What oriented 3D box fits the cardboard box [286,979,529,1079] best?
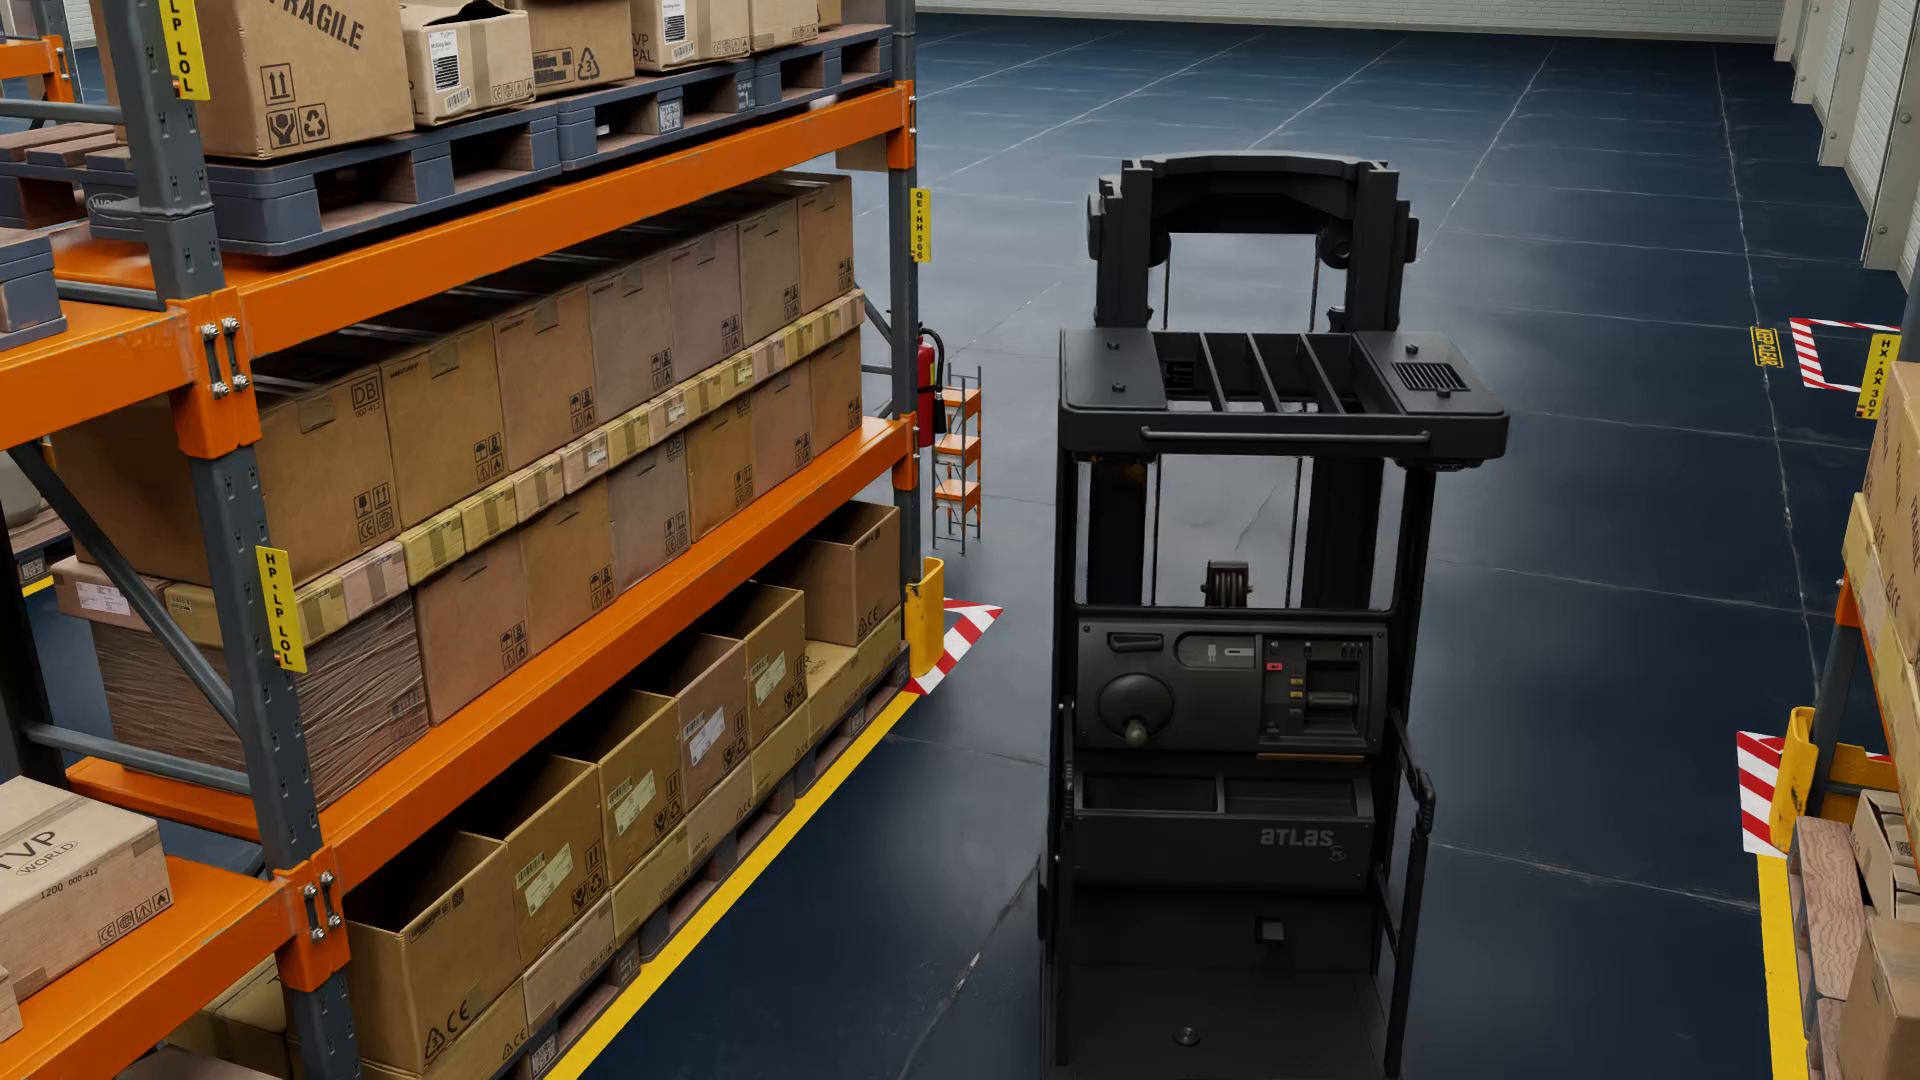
[{"bbox_3d":[-1.709,1.547,5.178,0.500,0.250,0.500,9,24,20],"label":"cardboard box"}]

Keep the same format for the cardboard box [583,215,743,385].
[{"bbox_3d":[-1.258,-0.928,6.268,0.700,0.500,0.500,9,24,20],"label":"cardboard box"}]

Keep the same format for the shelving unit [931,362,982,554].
[{"bbox_3d":[-0.020,-0.465,9.502,0.215,1.050,0.252,9,24,20],"label":"shelving unit"}]

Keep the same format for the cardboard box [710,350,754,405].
[{"bbox_3d":[-1.025,-0.650,6.442,0.380,0.149,0.250,10,25,22],"label":"cardboard box"}]

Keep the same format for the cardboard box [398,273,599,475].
[{"bbox_3d":[-1.630,-0.570,5.411,0.700,0.500,0.500,9,24,20],"label":"cardboard box"}]

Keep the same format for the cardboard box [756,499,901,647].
[{"bbox_3d":[-0.600,0.126,7.606,0.500,0.500,0.500,9,24,20],"label":"cardboard box"}]

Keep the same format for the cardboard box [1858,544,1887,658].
[{"bbox_3d":[3.268,0.248,5.434,0.500,0.250,0.500,8,24,18],"label":"cardboard box"}]

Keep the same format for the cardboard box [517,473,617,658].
[{"bbox_3d":[-1.624,0.020,5.682,0.700,0.500,0.500,9,24,21],"label":"cardboard box"}]

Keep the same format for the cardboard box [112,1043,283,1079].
[{"bbox_3d":[-2.047,1.596,4.332,0.500,0.311,0.500,9,24,20],"label":"cardboard box"}]

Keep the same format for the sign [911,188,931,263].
[{"bbox_3d":[-0.178,-1.398,7.396,0.100,0.325,0.005,9,24,20],"label":"sign"}]

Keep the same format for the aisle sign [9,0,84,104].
[{"bbox_3d":[-4.972,-2.731,9.023,0.394,0.787,0.004,9,24,20],"label":"aisle sign"}]

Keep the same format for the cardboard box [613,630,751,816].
[{"bbox_3d":[-1.144,0.665,6.316,0.500,0.500,0.500,9,24,20],"label":"cardboard box"}]

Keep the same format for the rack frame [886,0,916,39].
[{"bbox_3d":[-0.677,-3.606,6.706,1.000,3.000,0.127,9,24,20],"label":"rack frame"}]

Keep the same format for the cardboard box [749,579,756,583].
[{"bbox_3d":[-1.082,0.398,7.929,0.500,0.250,0.500,9,24,20],"label":"cardboard box"}]

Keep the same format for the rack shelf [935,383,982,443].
[{"bbox_3d":[-0.020,-0.717,9.397,0.215,0.259,0.240,9,24,20],"label":"rack shelf"}]

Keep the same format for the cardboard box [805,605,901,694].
[{"bbox_3d":[-0.602,0.472,7.751,0.500,0.250,0.500,9,24,20],"label":"cardboard box"}]

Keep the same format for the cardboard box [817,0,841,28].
[{"bbox_3d":[-0.894,-2.322,6.666,0.797,0.503,0.637,11,25,24],"label":"cardboard box"}]

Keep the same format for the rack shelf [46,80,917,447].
[{"bbox_3d":[-1.420,-1.174,5.710,1.077,0.370,4.000,9,24,20],"label":"rack shelf"}]

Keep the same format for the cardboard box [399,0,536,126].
[{"bbox_3d":[-1.530,-1.343,4.571,0.500,0.311,0.500,7,24,17],"label":"cardboard box"}]

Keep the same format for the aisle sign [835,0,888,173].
[{"bbox_3d":[-0.380,-2.018,7.317,0.394,0.787,0.004,9,24,20],"label":"aisle sign"}]

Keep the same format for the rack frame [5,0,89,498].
[{"bbox_3d":[-5.274,-1.548,9.564,1.000,3.000,0.127,9,24,20],"label":"rack frame"}]

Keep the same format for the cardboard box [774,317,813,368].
[{"bbox_3d":[-0.833,-0.833,6.882,0.380,0.149,0.250,8,24,19],"label":"cardboard box"}]

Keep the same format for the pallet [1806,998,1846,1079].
[{"bbox_3d":[3.106,1.905,4.915,1.003,0.211,1.213,9,24,20],"label":"pallet"}]

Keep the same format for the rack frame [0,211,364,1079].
[{"bbox_3d":[-2.162,0.594,4.436,1.000,3.000,0.127,9,24,20],"label":"rack frame"}]

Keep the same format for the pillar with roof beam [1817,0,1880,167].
[{"bbox_3d":[7.156,-9.581,21.012,9.100,9.000,0.400,9,24,20],"label":"pillar with roof beam"}]

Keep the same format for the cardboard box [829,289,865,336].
[{"bbox_3d":[-0.642,-1.019,7.326,0.380,0.149,0.250,8,24,19],"label":"cardboard box"}]

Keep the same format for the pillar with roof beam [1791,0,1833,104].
[{"bbox_3d":[9.385,-11.728,26.152,9.100,9.000,0.400,9,24,20],"label":"pillar with roof beam"}]

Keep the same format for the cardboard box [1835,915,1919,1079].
[{"bbox_3d":[3.053,1.515,4.903,0.700,0.500,0.500,7,24,17],"label":"cardboard box"}]

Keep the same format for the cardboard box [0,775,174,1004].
[{"bbox_3d":[-2.305,0.846,4.028,0.500,0.250,0.500,10,25,23],"label":"cardboard box"}]

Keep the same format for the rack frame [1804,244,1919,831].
[{"bbox_3d":[3.924,-0.129,6.168,1.000,3.000,0.127,9,24,20],"label":"rack frame"}]

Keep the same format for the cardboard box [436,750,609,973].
[{"bbox_3d":[-1.521,1.022,5.461,0.500,0.500,0.500,9,24,20],"label":"cardboard box"}]

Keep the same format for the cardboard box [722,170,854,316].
[{"bbox_3d":[-0.882,-1.298,7.153,0.700,0.500,0.500,9,24,20],"label":"cardboard box"}]

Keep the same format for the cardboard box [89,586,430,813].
[{"bbox_3d":[-2.004,0.388,4.799,0.700,0.500,0.500,8,24,19],"label":"cardboard box"}]

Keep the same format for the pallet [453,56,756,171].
[{"bbox_3d":[-1.415,-1.493,5.656,1.003,0.211,1.213,9,24,20],"label":"pallet"}]

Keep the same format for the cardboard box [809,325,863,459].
[{"bbox_3d":[-0.862,-0.718,7.448,0.700,0.500,0.500,9,24,20],"label":"cardboard box"}]

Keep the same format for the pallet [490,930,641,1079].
[{"bbox_3d":[-1.828,1.602,5.640,1.003,0.211,1.213,9,24,20],"label":"pallet"}]

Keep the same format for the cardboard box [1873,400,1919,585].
[{"bbox_3d":[3.275,-0.112,5.323,0.500,0.500,0.500,9,24,20],"label":"cardboard box"}]

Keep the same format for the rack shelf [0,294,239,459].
[{"bbox_3d":[-2.905,0.258,2.283,1.077,0.370,4.000,9,24,20],"label":"rack shelf"}]

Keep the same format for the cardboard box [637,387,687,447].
[{"bbox_3d":[-1.216,-0.463,5.996,0.380,0.149,0.250,8,24,19],"label":"cardboard box"}]

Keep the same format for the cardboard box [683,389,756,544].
[{"bbox_3d":[-1.242,-0.353,6.573,0.700,0.500,0.500,9,24,20],"label":"cardboard box"}]

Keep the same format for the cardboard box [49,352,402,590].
[{"bbox_3d":[-2.004,-0.210,4.549,0.700,0.500,0.500,9,24,20],"label":"cardboard box"}]

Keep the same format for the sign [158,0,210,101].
[{"bbox_3d":[-1.655,-1.100,3.520,0.100,0.325,0.005,9,24,20],"label":"sign"}]

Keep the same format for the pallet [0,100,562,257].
[{"bbox_3d":[-1.870,-1.058,4.614,1.003,0.211,1.213,9,24,20],"label":"pallet"}]

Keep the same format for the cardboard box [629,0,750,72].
[{"bbox_3d":[-1.066,-1.790,5.641,0.500,0.311,0.500,12,25,26],"label":"cardboard box"}]

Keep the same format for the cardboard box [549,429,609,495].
[{"bbox_3d":[-1.408,-0.282,5.561,0.380,0.149,0.250,8,24,19],"label":"cardboard box"}]

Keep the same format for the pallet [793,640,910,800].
[{"bbox_3d":[-0.922,0.729,7.731,1.003,0.211,1.213,9,24,20],"label":"pallet"}]

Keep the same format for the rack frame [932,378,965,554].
[{"bbox_3d":[-0.065,-0.422,9.397,0.200,1.050,0.008,9,24,20],"label":"rack frame"}]

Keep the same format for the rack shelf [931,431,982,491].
[{"bbox_3d":[-0.020,-0.456,9.506,0.215,0.259,0.240,9,24,20],"label":"rack shelf"}]

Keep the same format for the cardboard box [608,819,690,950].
[{"bbox_3d":[-1.328,1.190,6.031,0.500,0.250,0.500,9,24,20],"label":"cardboard box"}]

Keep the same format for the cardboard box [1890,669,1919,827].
[{"bbox_3d":[2.884,0.610,4.567,0.500,0.250,0.500,9,24,21],"label":"cardboard box"}]

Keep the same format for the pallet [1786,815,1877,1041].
[{"bbox_3d":[3.561,1.470,5.957,1.003,0.211,1.213,9,24,20],"label":"pallet"}]

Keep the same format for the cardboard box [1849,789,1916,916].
[{"bbox_3d":[3.583,1.143,6.040,0.500,0.311,0.500,6,23,14],"label":"cardboard box"}]

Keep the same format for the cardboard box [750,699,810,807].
[{"bbox_3d":[-0.960,0.832,6.890,0.500,0.250,0.500,9,24,20],"label":"cardboard box"}]

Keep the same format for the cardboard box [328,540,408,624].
[{"bbox_3d":[-1.790,0.090,4.670,0.380,0.149,0.250,9,24,21],"label":"cardboard box"}]

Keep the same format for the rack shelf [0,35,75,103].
[{"bbox_3d":[-6.017,-1.884,7.411,1.077,0.370,4.000,9,24,20],"label":"rack shelf"}]

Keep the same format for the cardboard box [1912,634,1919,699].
[{"bbox_3d":[2.896,0.258,4.436,0.500,0.500,0.500,10,25,22],"label":"cardboard box"}]

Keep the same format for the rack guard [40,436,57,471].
[{"bbox_3d":[-5.259,-0.360,9.964,1.175,0.500,0.348,9,24,20],"label":"rack guard"}]

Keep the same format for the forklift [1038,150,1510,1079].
[{"bbox_3d":[0.813,0.465,4.834,1.130,2.935,3.031,1,23,3],"label":"forklift"}]

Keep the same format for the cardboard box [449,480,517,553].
[{"bbox_3d":[-1.599,-0.096,5.117,0.380,0.149,0.250,9,24,20],"label":"cardboard box"}]
